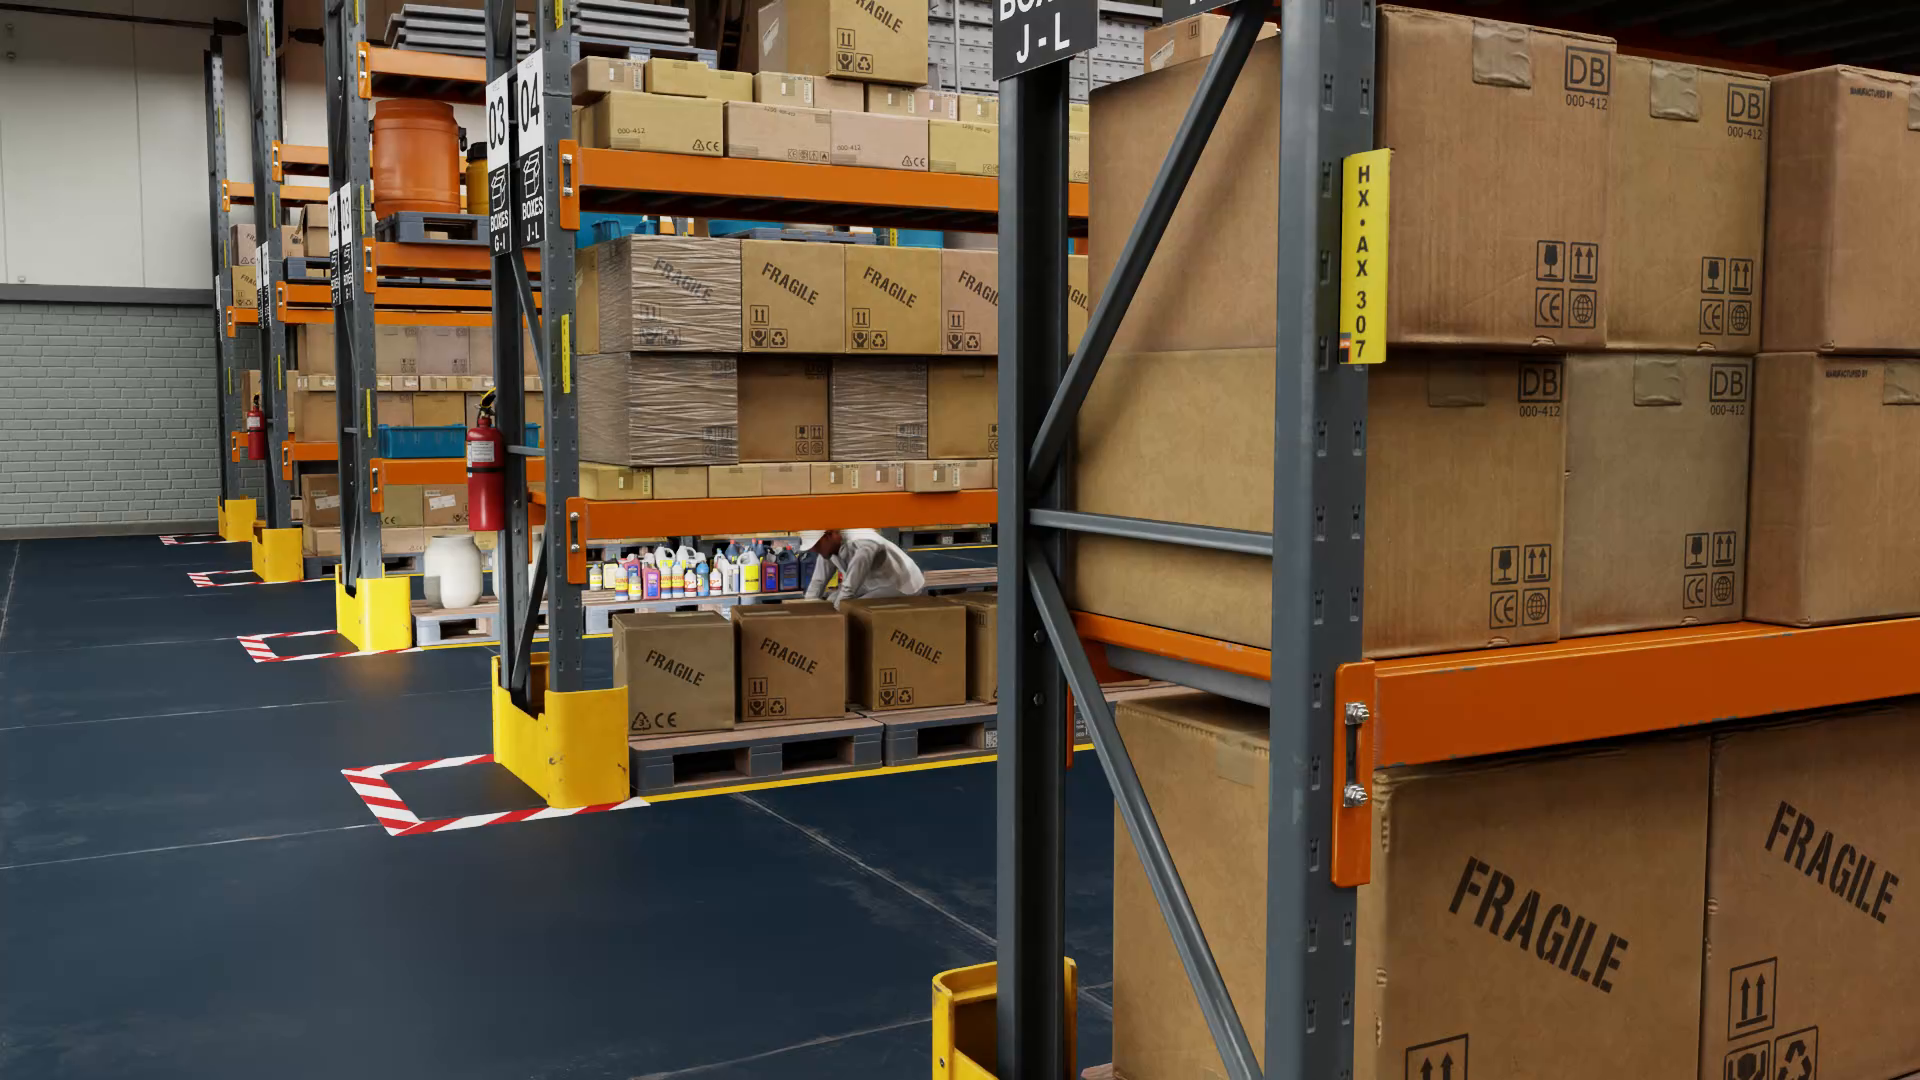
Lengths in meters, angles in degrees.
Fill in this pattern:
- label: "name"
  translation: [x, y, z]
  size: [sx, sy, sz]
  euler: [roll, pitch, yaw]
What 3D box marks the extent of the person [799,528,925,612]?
- label: "person"
  translation: [-0.649, 0.313, 10.762]
  size: [0.871, 1.039, 0.536]
  euler: [-3, 6, -29]
